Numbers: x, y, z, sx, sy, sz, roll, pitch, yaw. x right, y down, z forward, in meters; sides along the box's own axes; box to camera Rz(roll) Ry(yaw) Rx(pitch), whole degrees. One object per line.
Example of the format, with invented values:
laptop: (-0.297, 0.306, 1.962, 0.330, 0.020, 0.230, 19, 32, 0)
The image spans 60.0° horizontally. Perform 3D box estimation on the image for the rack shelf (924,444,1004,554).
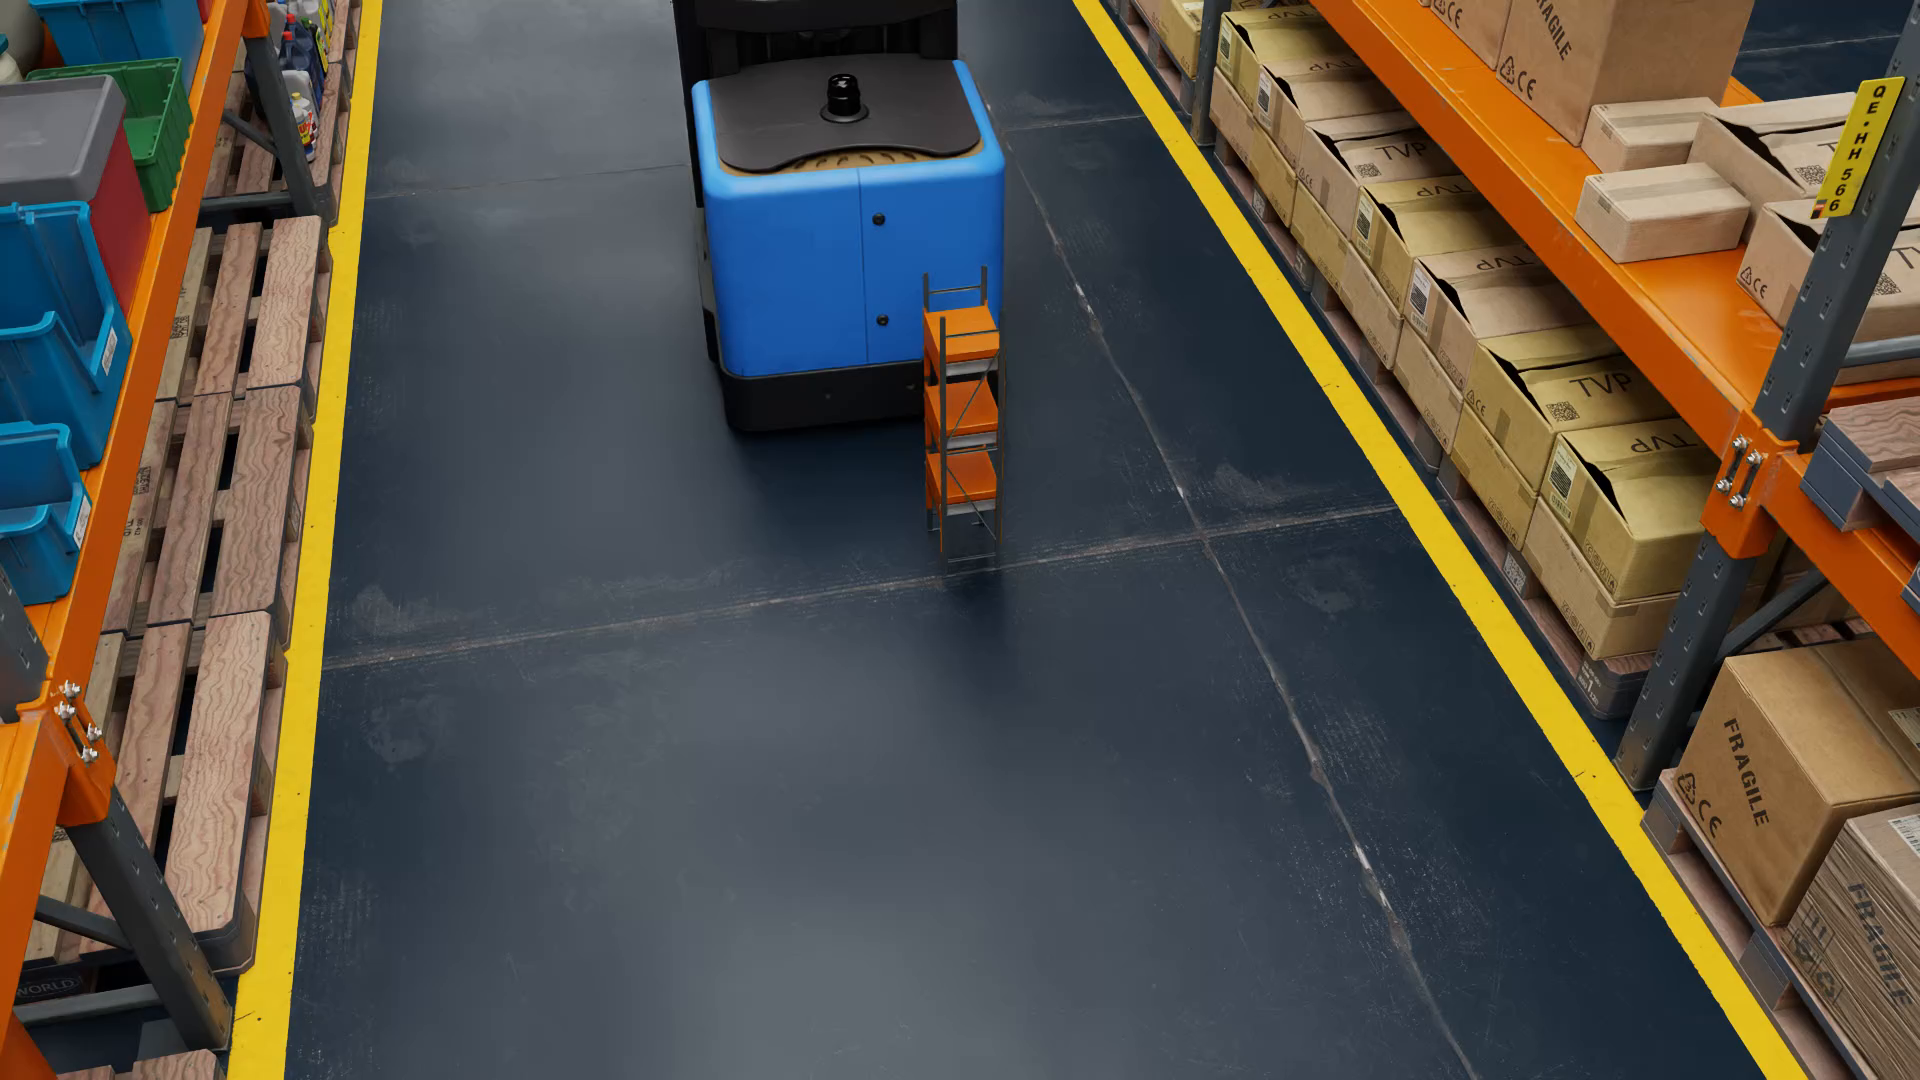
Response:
rack shelf: (0.012, -0.142, 5.554, 0.215, 0.259, 0.240, -8, 42, -9)

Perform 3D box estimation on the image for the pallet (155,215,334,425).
pallet: (-3.035, -0.822, 6.517, 1.003, 0.211, 1.213, -8, 42, -9)

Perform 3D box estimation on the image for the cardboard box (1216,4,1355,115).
cardboard box: (1.441, -2.111, 7.201, 0.500, 0.311, 0.500, -8, 42, -9)

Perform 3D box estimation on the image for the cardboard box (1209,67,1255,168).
cardboard box: (1.440, -1.908, 7.395, 0.500, 0.250, 0.500, -9, 42, -10)

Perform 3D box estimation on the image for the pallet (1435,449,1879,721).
pallet: (2.319, 0.020, 5.568, 1.003, 0.211, 1.213, -8, 42, -9)

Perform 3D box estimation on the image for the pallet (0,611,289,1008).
pallet: (-2.508, 0.759, 4.736, 1.003, 0.211, 1.213, -8, 42, -9)

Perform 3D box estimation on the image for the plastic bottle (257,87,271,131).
plastic bottle: (-3.083, -1.977, 7.432, 0.061, 0.283, 0.133, -8, 42, -9)

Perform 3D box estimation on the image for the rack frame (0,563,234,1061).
rack frame: (-2.379, 0.224, 3.238, 1.000, 3.000, 0.127, -8, 42, -9)

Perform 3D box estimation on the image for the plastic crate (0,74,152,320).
plastic crate: (-2.429, -0.891, 4.446, 0.402, 0.464, 0.583, -8, 42, -9)

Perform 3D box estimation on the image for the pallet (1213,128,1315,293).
pallet: (1.792, -1.561, 7.350, 1.003, 0.211, 1.213, -8, 42, -9)

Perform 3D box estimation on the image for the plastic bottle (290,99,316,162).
plastic bottle: (-2.883, -1.782, 7.222, 0.097, 0.271, 0.097, 0, 42, 0)

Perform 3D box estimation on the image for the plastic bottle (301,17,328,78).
plastic bottle: (-3.047, -2.335, 7.836, 0.061, 0.283, 0.133, -7, 42, -7)

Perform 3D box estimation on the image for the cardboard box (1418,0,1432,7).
cardboard box: (1.859, -2.272, 5.974, 0.500, 0.500, 0.500, -6, 42, -6)

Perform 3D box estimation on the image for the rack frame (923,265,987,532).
rack frame: (-0.015, -0.437, 5.451, 0.200, 1.050, 0.008, -8, 42, -9)

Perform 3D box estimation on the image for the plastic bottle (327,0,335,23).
plastic bottle: (-3.224, -2.723, 8.278, 0.152, 0.276, 0.135, -9, 42, -10)

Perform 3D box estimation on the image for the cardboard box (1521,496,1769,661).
cardboard box: (2.107, 0.082, 5.153, 0.500, 0.250, 0.500, -7, 42, -8)

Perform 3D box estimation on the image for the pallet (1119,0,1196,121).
pallet: (1.464, -2.555, 8.469, 1.003, 0.211, 1.213, -8, 42, -9)

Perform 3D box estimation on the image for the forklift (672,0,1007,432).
forklift: (-0.596, -2.476, 6.332, 1.130, 2.935, 3.031, -7, 42, -8)

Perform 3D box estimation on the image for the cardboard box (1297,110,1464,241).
cardboard box: (1.657, -1.450, 6.457, 0.500, 0.311, 0.500, -10, 43, -11)

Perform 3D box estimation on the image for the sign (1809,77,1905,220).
sign: (1.917, -0.835, 3.558, 0.100, 0.325, 0.005, -8, 42, -9)

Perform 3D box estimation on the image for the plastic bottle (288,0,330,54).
plastic bottle: (-3.144, -2.523, 7.997, 0.144, 0.351, 0.185, -9, 42, -10)

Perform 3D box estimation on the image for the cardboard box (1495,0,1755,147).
cardboard box: (2.080, -1.606, 5.224, 0.500, 0.500, 0.500, -10, 43, -12)

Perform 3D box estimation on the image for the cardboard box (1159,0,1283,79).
cardboard box: (1.282, -2.474, 8.033, 0.500, 0.250, 0.500, -8, 42, -9)

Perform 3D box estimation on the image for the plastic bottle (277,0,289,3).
plastic bottle: (-3.341, -2.665, 8.269, 0.097, 0.201, 0.097, 0, 42, 0)

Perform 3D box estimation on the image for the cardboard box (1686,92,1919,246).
cardboard box: (2.454, -1.057, 4.749, 0.500, 0.311, 0.500, -9, 42, -10)

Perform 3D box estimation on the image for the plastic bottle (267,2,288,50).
plastic bottle: (-3.283, -2.458, 7.980, 0.152, 0.276, 0.135, -8, 42, -9)

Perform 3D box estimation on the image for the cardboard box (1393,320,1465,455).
cardboard box: (1.886, -0.578, 5.897, 0.500, 0.250, 0.500, -7, 42, -8)

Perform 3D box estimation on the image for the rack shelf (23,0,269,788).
rack shelf: (-2.811, -0.803, 4.937, 1.077, 0.370, 4.000, -8, 42, -9)

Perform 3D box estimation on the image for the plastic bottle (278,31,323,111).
plastic bottle: (-3.011, -2.125, 7.549, 0.144, 0.351, 0.185, -7, 42, -8)

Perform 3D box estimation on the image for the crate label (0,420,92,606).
crate label: (-2.104, -0.040, 3.662, 0.303, 0.233, 0.416, -8, 42, -9)

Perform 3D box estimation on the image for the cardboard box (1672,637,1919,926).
cardboard box: (2.278, 0.623, 4.340, 0.500, 0.500, 0.500, -7, 42, -7)

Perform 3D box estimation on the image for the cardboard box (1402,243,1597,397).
cardboard box: (1.880, -0.790, 5.712, 0.500, 0.311, 0.500, -9, 42, -10)

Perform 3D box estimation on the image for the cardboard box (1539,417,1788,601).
cardboard box: (2.105, -0.126, 4.965, 0.500, 0.311, 0.500, -7, 42, -8)

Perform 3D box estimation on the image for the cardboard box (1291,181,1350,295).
cardboard box: (1.664, -1.241, 6.643, 0.500, 0.250, 0.500, -10, 42, -11)

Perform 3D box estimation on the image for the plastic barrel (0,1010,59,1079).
plastic barrel: (-2.257, 1.193, 3.465, 0.600, 0.830, 0.708, -8, 42, -9)

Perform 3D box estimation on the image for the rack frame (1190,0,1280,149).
rack frame: (1.595, -3.076, 6.956, 1.000, 3.000, 0.127, -8, 42, -9)

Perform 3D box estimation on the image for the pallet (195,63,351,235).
pallet: (-3.347, -1.767, 7.582, 1.003, 0.211, 1.213, -8, 42, -9)

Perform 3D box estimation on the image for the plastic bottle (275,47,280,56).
plastic bottle: (-3.161, -2.172, 7.661, 0.097, 0.271, 0.097, 0, 42, 0)

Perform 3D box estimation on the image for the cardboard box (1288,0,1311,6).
cardboard box: (1.801, -2.831, 7.869, 0.500, 0.500, 0.500, -8, 42, -9)

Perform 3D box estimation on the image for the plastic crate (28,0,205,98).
plastic crate: (-2.701, -1.692, 5.409, 0.392, 0.384, 0.575, -8, 42, -9)

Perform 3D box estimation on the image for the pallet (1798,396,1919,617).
pallet: (2.673, 0.018, 3.615, 1.213, 0.211, 1.003, -8, 42, -9)

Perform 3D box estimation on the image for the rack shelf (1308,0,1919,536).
rack shelf: (2.027, -1.511, 5.734, 1.077, 0.370, 4.000, -8, 42, -9)

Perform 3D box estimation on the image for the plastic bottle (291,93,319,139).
plastic bottle: (-2.927, -1.888, 7.394, 0.097, 0.201, 0.097, 0, 42, 0)

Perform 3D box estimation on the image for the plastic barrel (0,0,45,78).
plastic barrel: (-3.250, -1.768, 5.380, 0.433, 0.535, 0.433, 0, 42, 0)

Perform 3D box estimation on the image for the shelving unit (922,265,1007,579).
shelving unit: (0.012, -0.358, 5.362, 0.215, 1.050, 0.252, -8, 42, -9)
